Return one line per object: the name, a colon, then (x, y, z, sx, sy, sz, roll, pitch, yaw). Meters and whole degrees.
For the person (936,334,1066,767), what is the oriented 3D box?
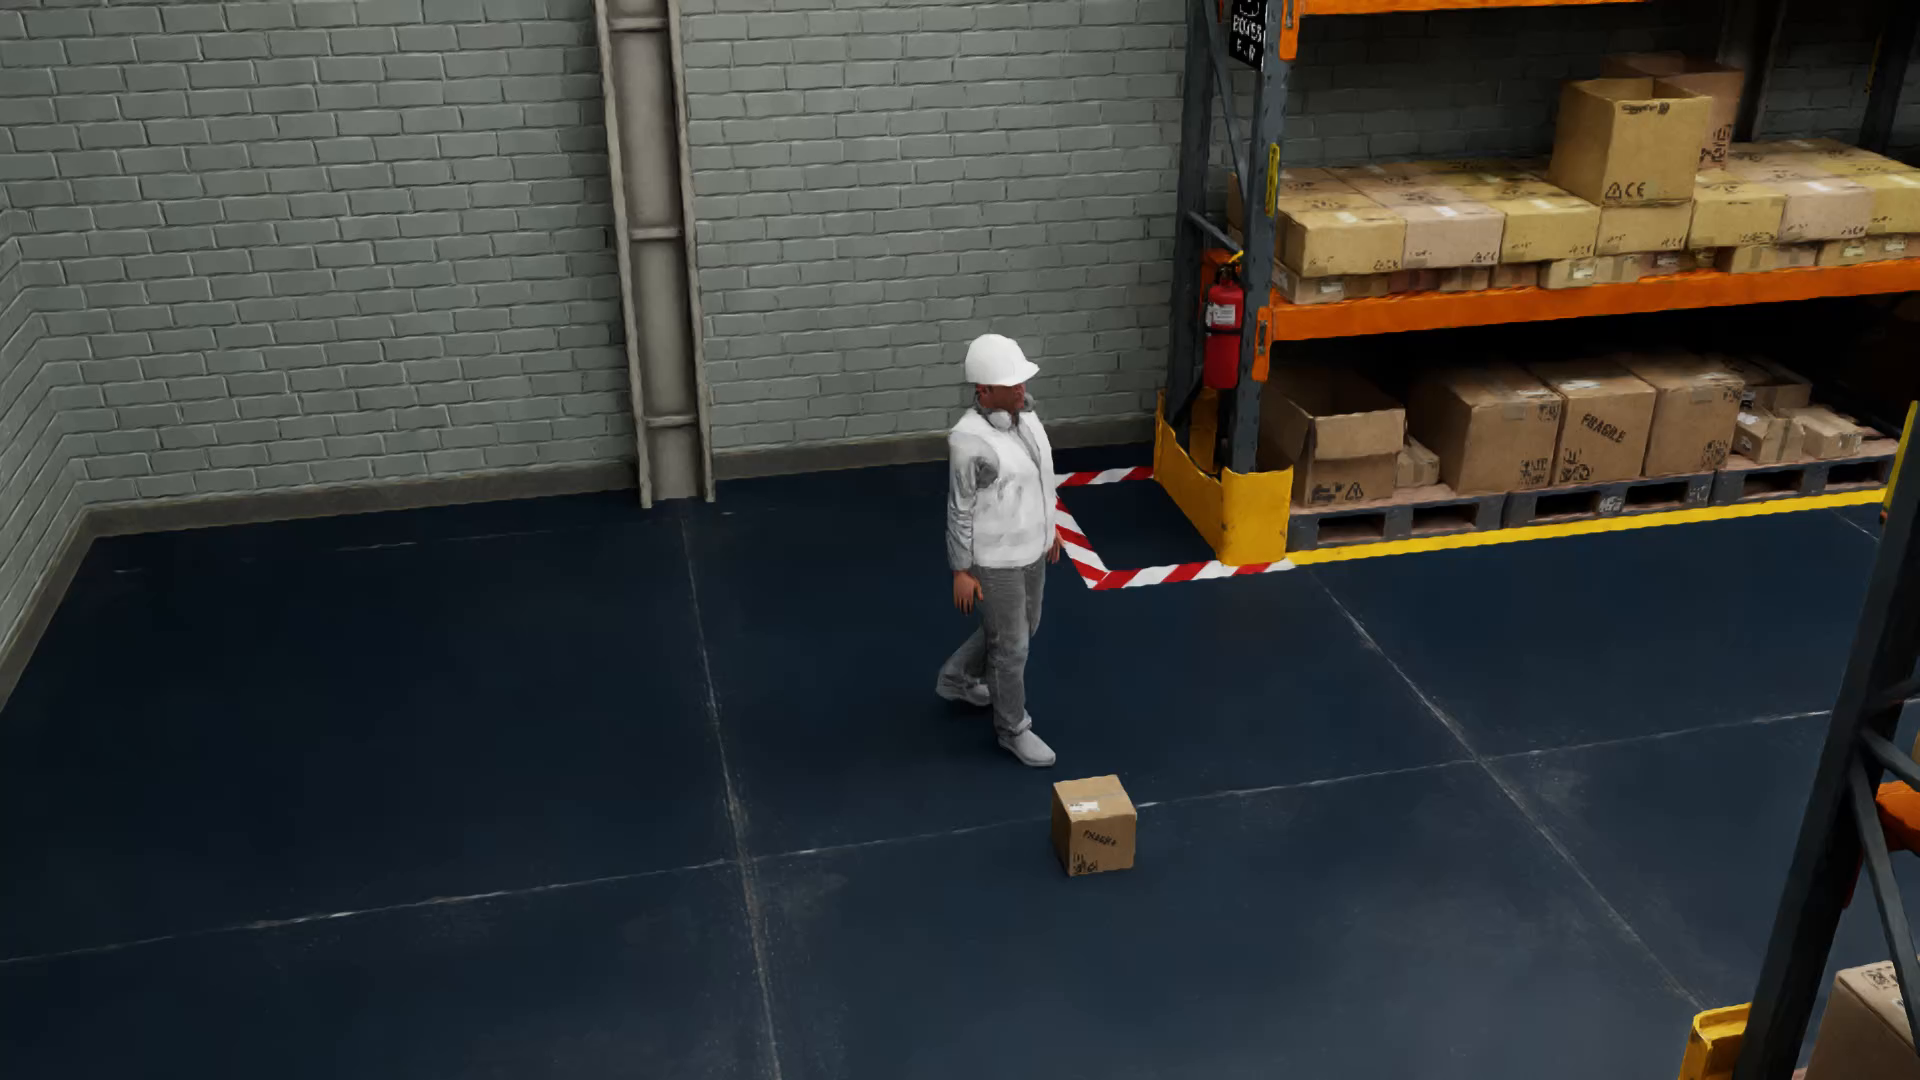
person: (0.153, 0.022, 6.537, 0.624, 1.769, 0.586, 13, 29, 25)
